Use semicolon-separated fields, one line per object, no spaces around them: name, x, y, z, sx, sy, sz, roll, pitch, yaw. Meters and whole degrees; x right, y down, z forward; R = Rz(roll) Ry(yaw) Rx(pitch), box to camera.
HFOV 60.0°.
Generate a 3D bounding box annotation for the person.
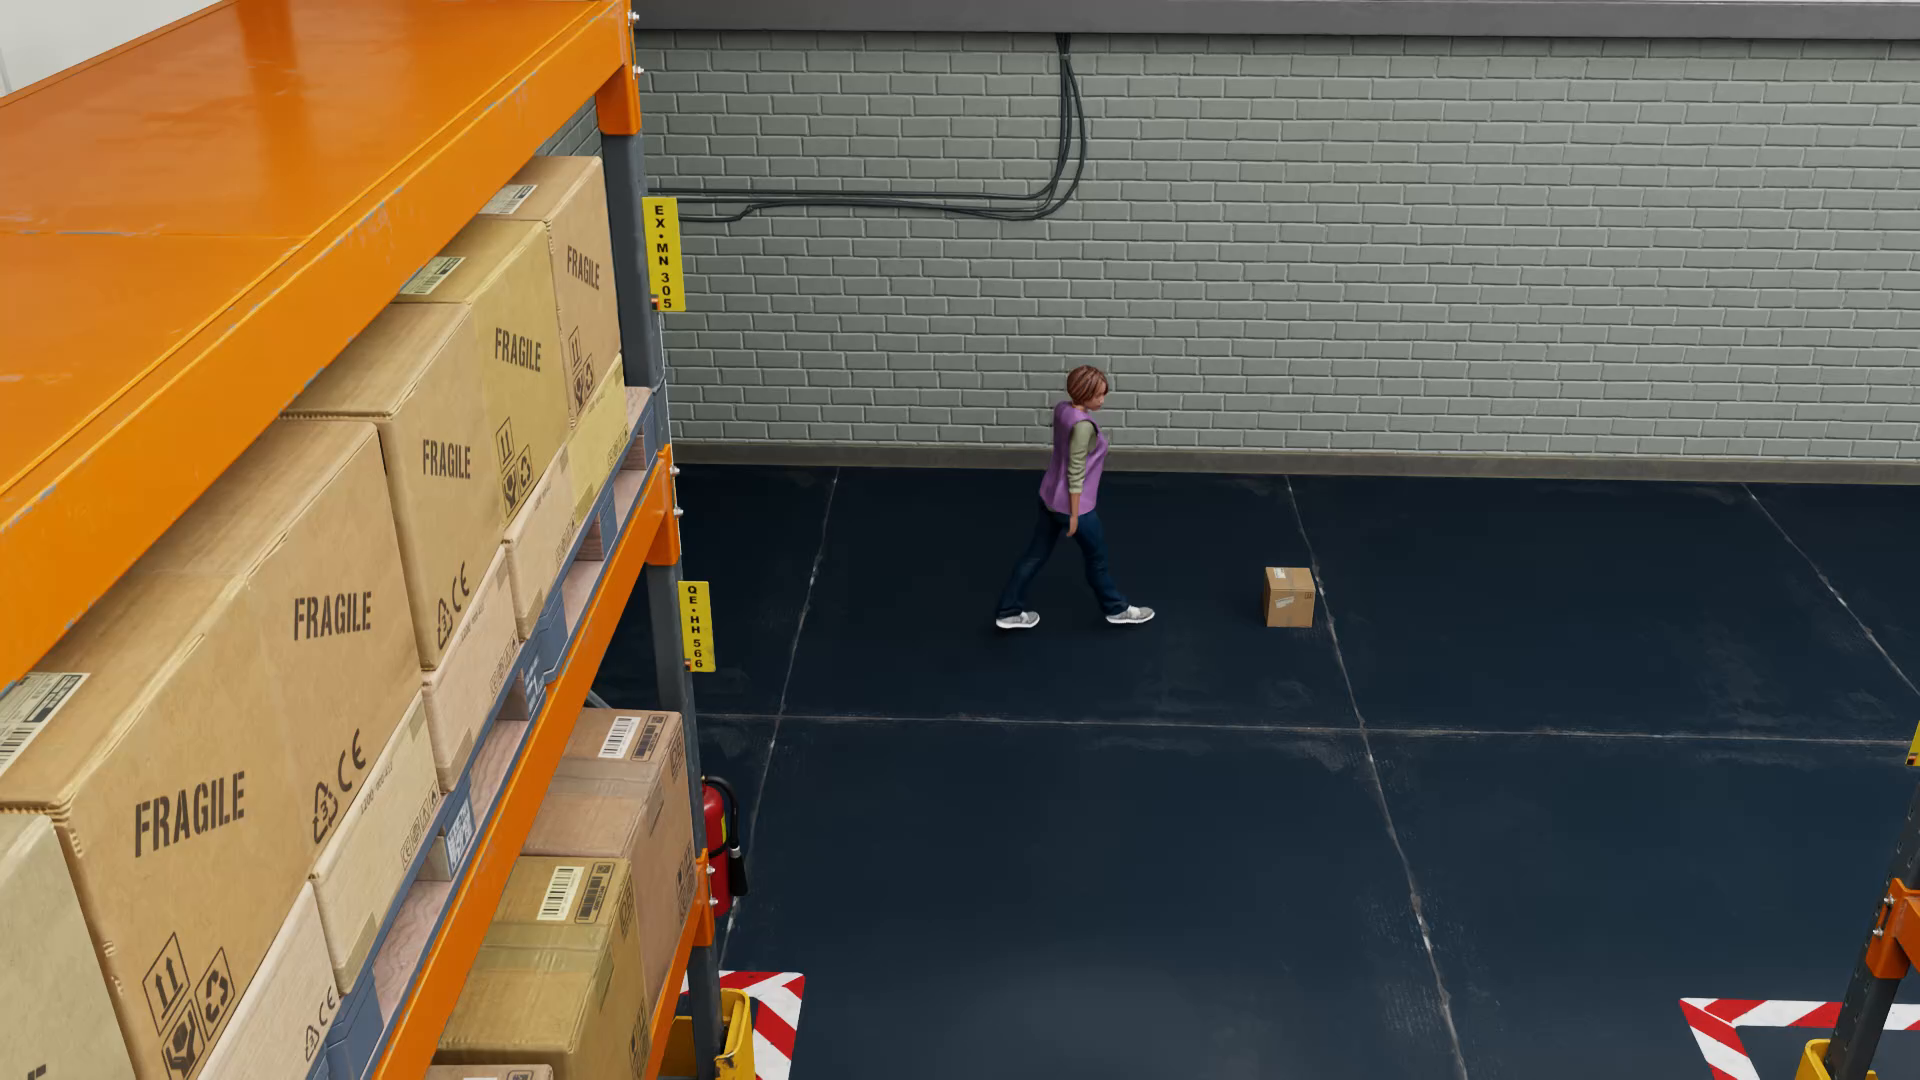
person;0.625;-0.220;9.014;0.897;1.543;0.425;-10;30;-17
